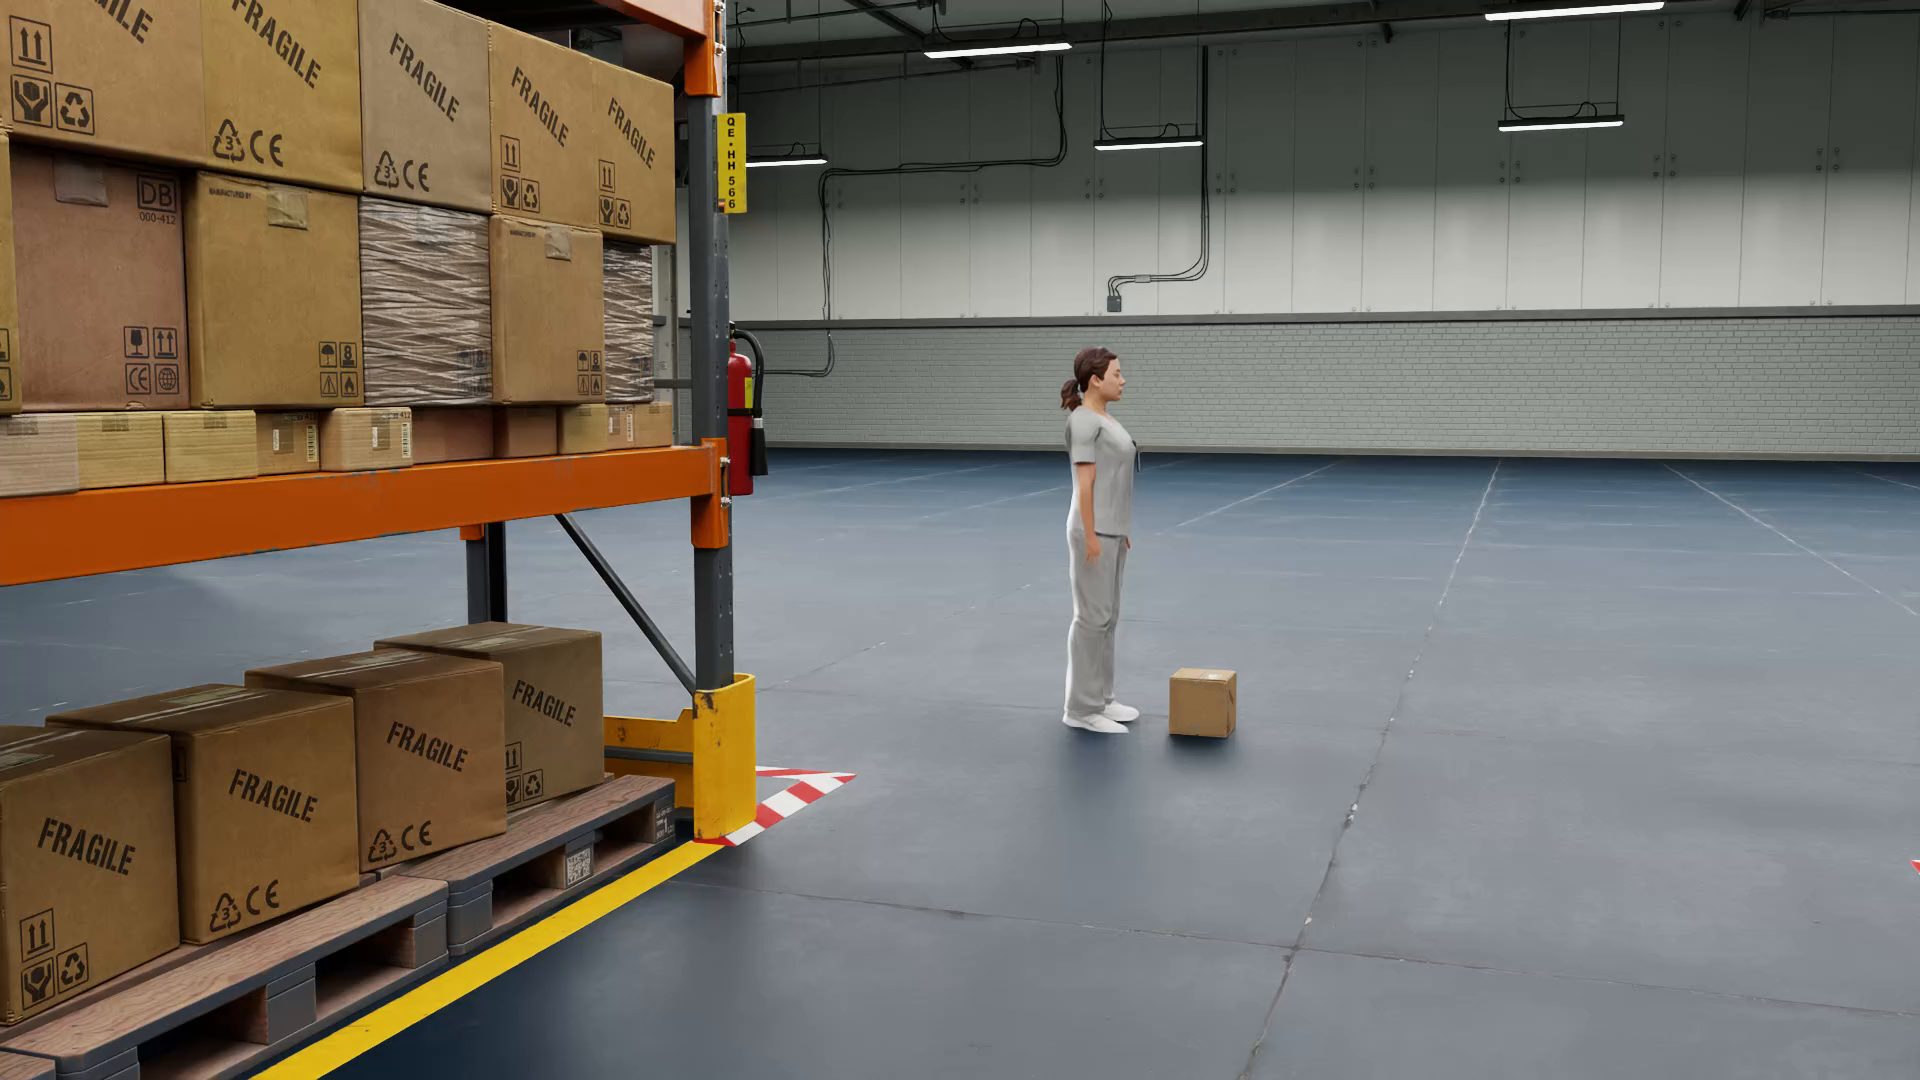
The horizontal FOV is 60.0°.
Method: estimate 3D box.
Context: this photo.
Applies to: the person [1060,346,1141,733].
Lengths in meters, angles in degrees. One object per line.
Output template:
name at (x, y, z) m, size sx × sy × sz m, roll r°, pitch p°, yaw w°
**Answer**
person at (0.611, -0.003, 7.358) m, size 0.361 × 1.698 × 0.440 m, roll 2°, pitch 6°, yaw 19°
